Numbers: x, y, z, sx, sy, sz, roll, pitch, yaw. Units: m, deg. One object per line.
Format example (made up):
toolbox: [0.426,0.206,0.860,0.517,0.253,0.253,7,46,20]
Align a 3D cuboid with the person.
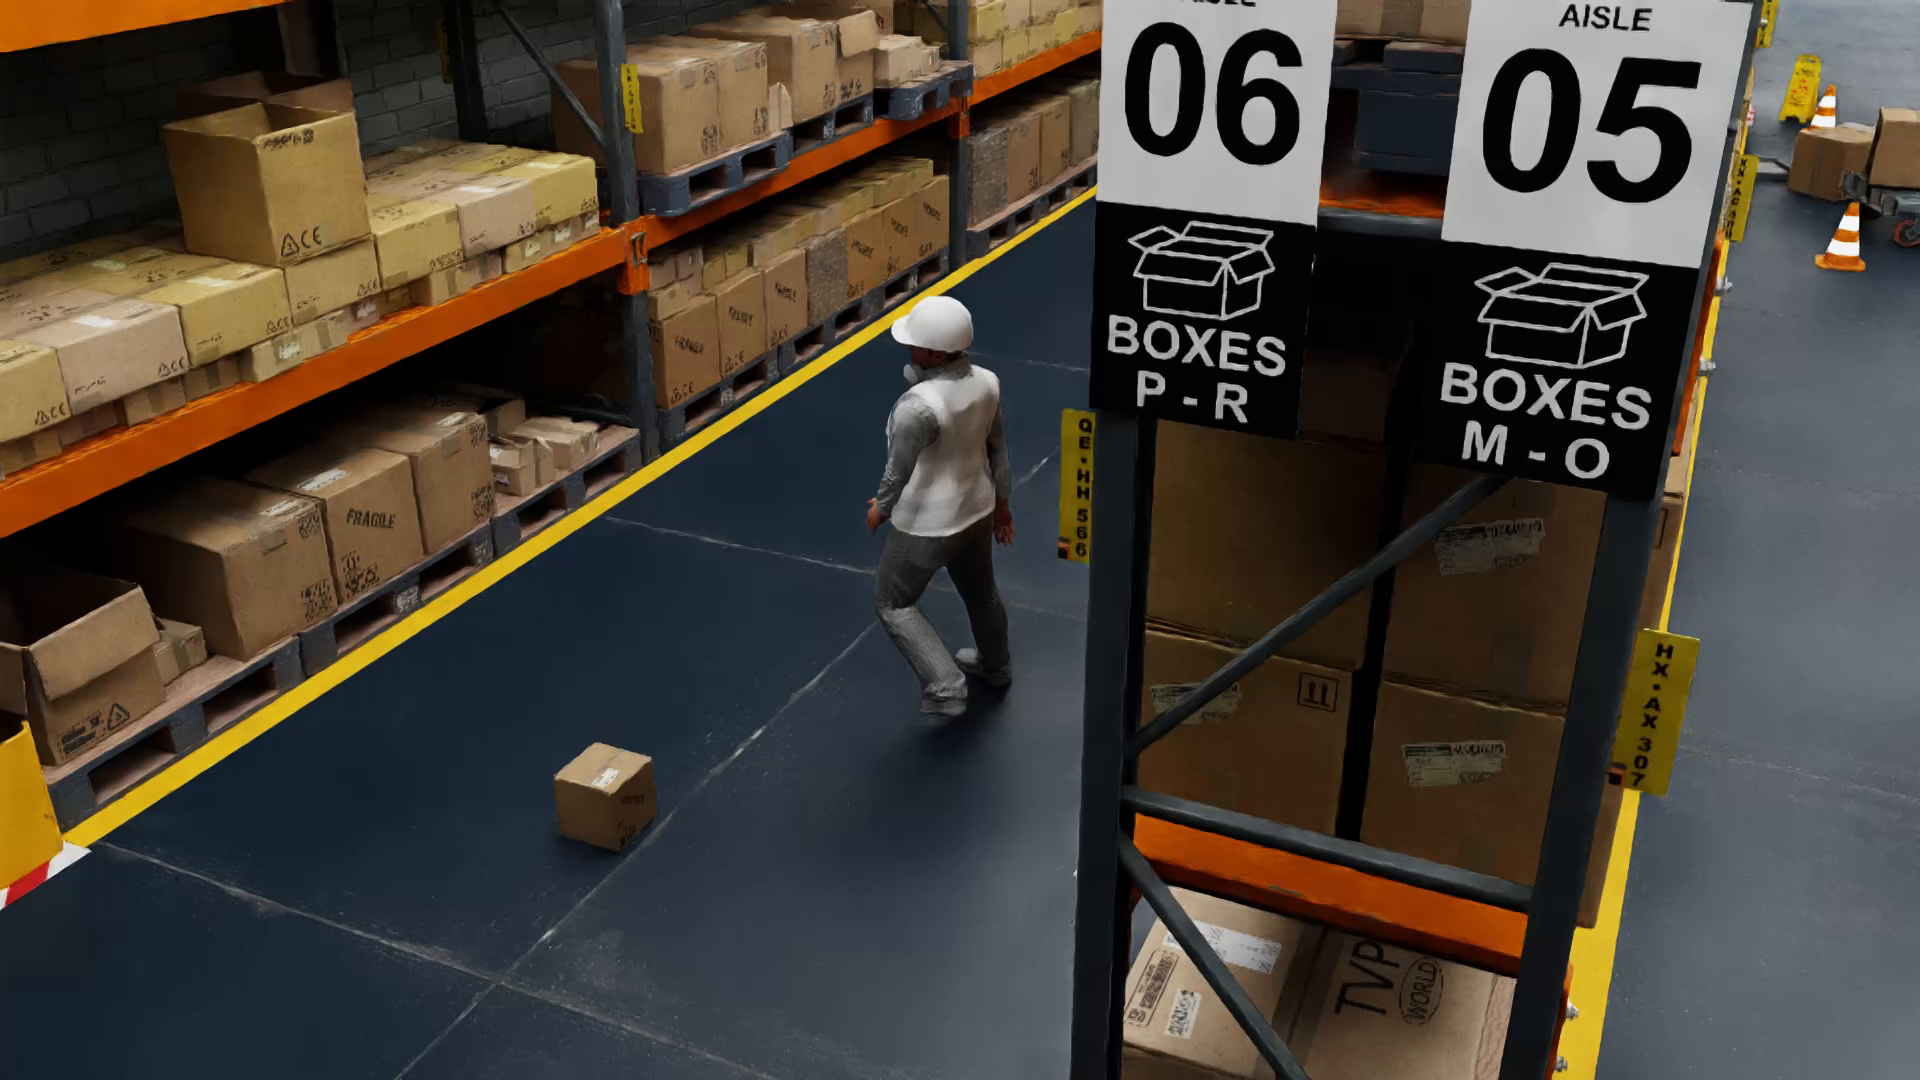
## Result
person: [-0.031,-0.129,6.360,0.534,1.751,0.682,19,32,34]
